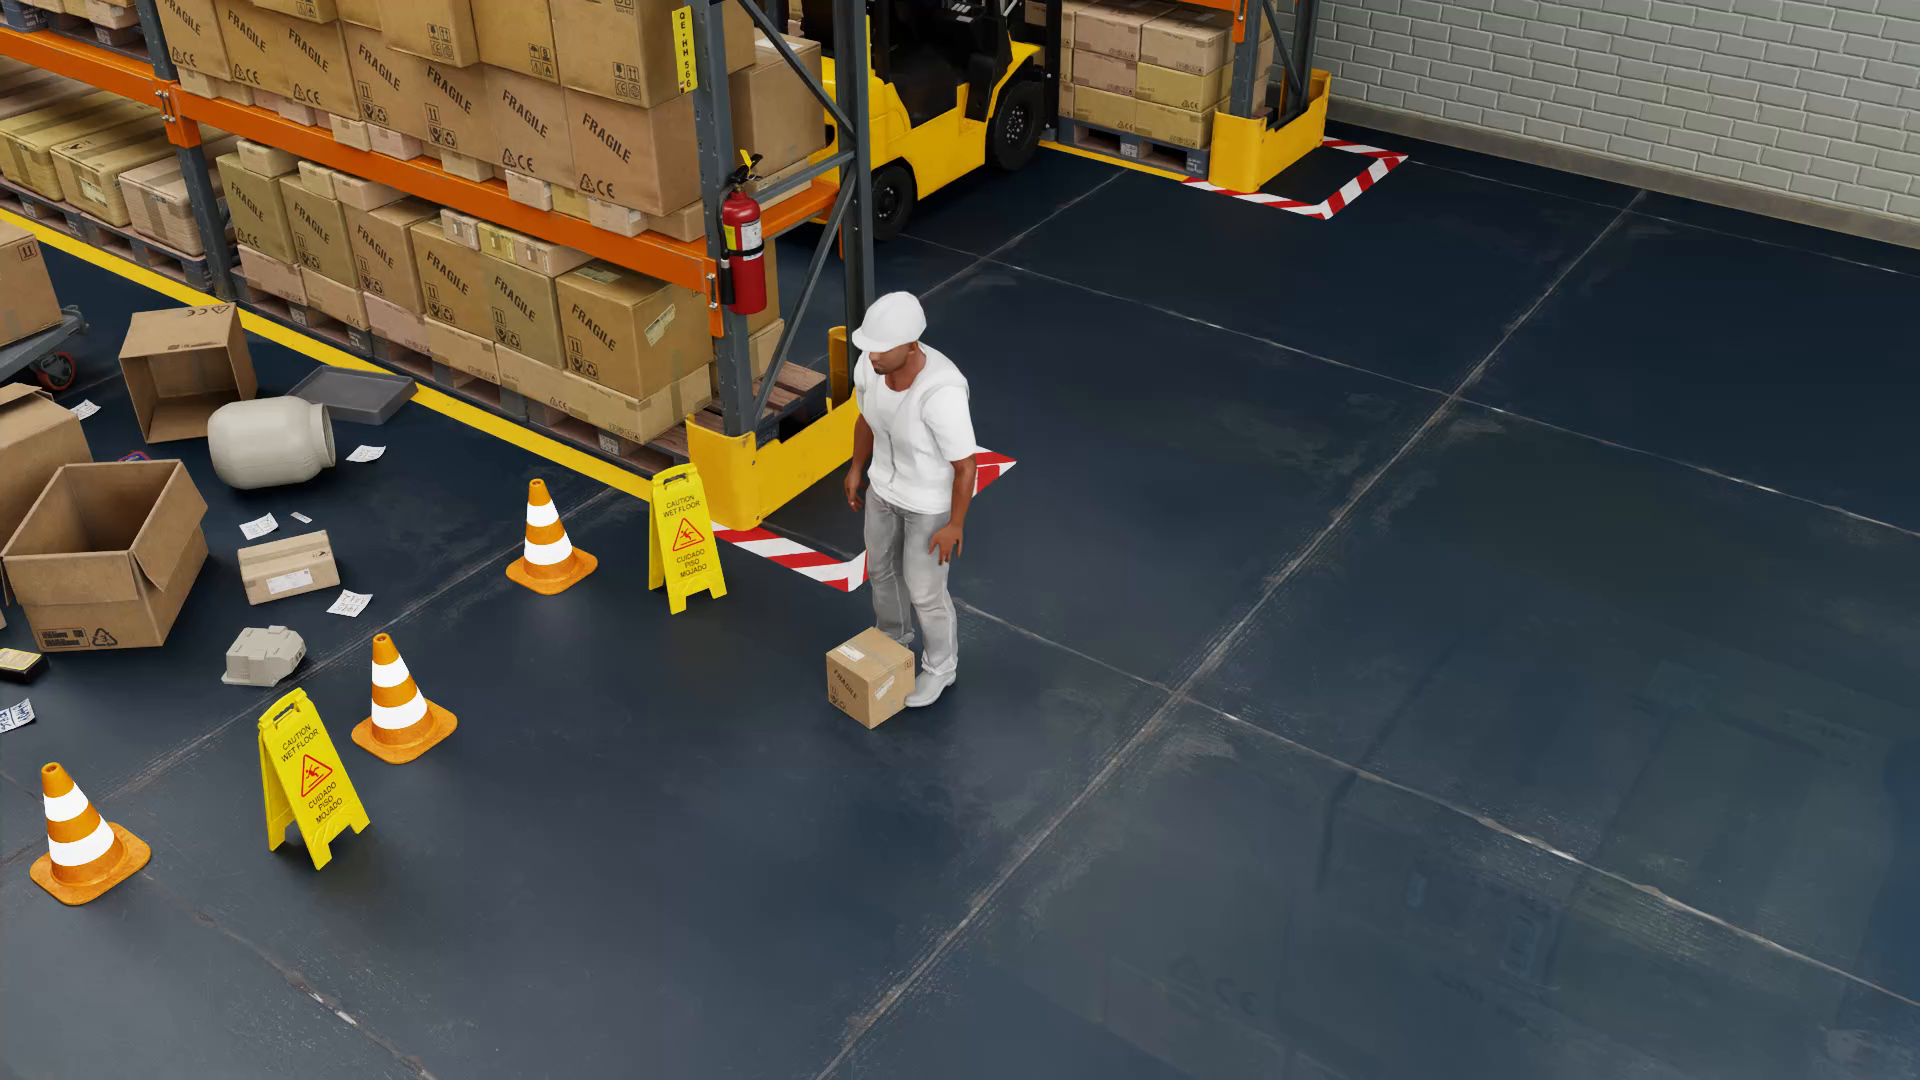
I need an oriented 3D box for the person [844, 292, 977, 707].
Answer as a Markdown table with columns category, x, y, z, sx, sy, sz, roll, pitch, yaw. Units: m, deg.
| category | x | y | z | sx | sy | sz | roll | pitch | yaw |
| --- | --- | --- | --- | --- | --- | --- | --- | --- | --- |
| person | -0.203 | -0.165 | 6.368 | 0.458 | 1.761 | 0.626 | -28 | 43 | -35 |
